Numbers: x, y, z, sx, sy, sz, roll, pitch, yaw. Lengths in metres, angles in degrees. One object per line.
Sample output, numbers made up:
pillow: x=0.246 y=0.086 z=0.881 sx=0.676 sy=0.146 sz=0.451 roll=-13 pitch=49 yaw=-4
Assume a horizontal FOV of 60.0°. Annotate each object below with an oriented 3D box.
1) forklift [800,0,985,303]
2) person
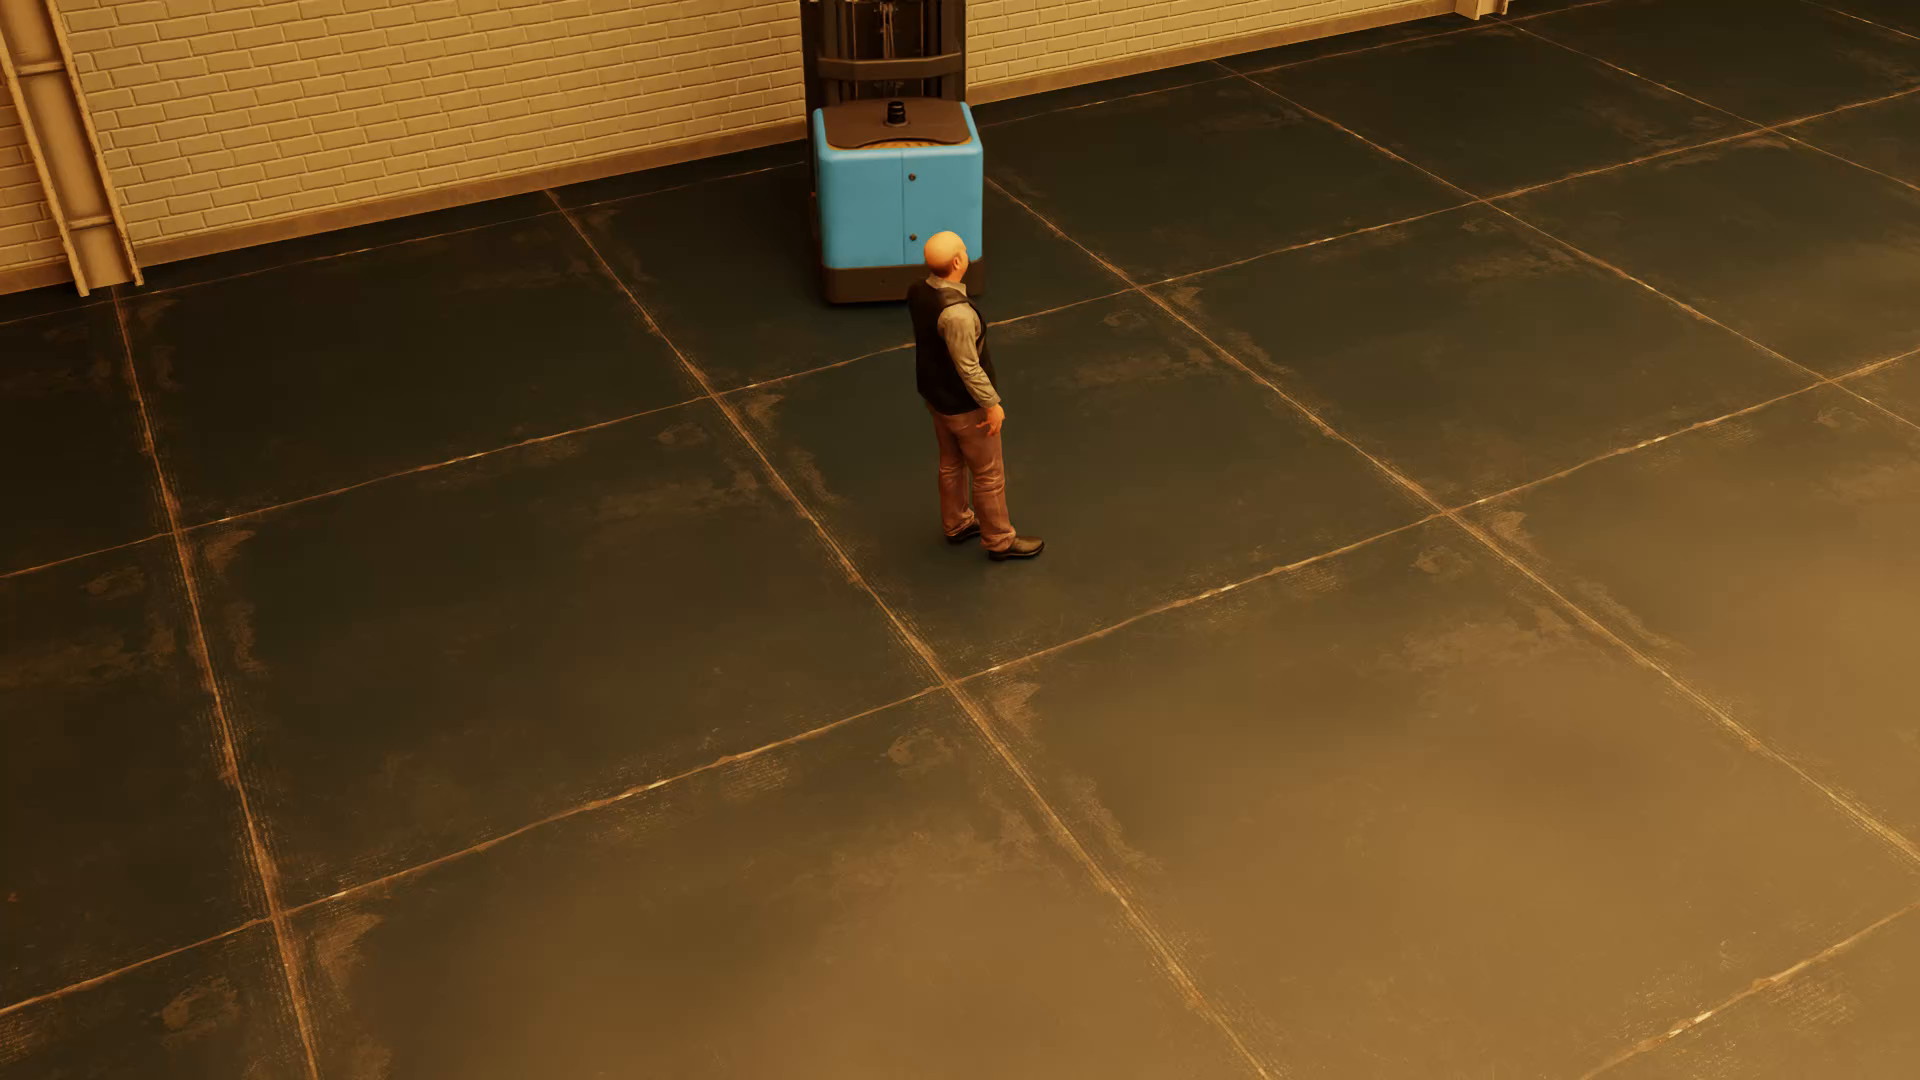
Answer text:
forklift: x=-0.533 y=-3.558 z=11.156 sx=1.130 sy=2.935 sz=3.031 roll=-4 pitch=35 yaw=-6
person: x=0.059 y=-0.722 z=8.180 sx=0.566 sy=1.722 sz=0.633 roll=-17 pitch=39 yaw=-23
